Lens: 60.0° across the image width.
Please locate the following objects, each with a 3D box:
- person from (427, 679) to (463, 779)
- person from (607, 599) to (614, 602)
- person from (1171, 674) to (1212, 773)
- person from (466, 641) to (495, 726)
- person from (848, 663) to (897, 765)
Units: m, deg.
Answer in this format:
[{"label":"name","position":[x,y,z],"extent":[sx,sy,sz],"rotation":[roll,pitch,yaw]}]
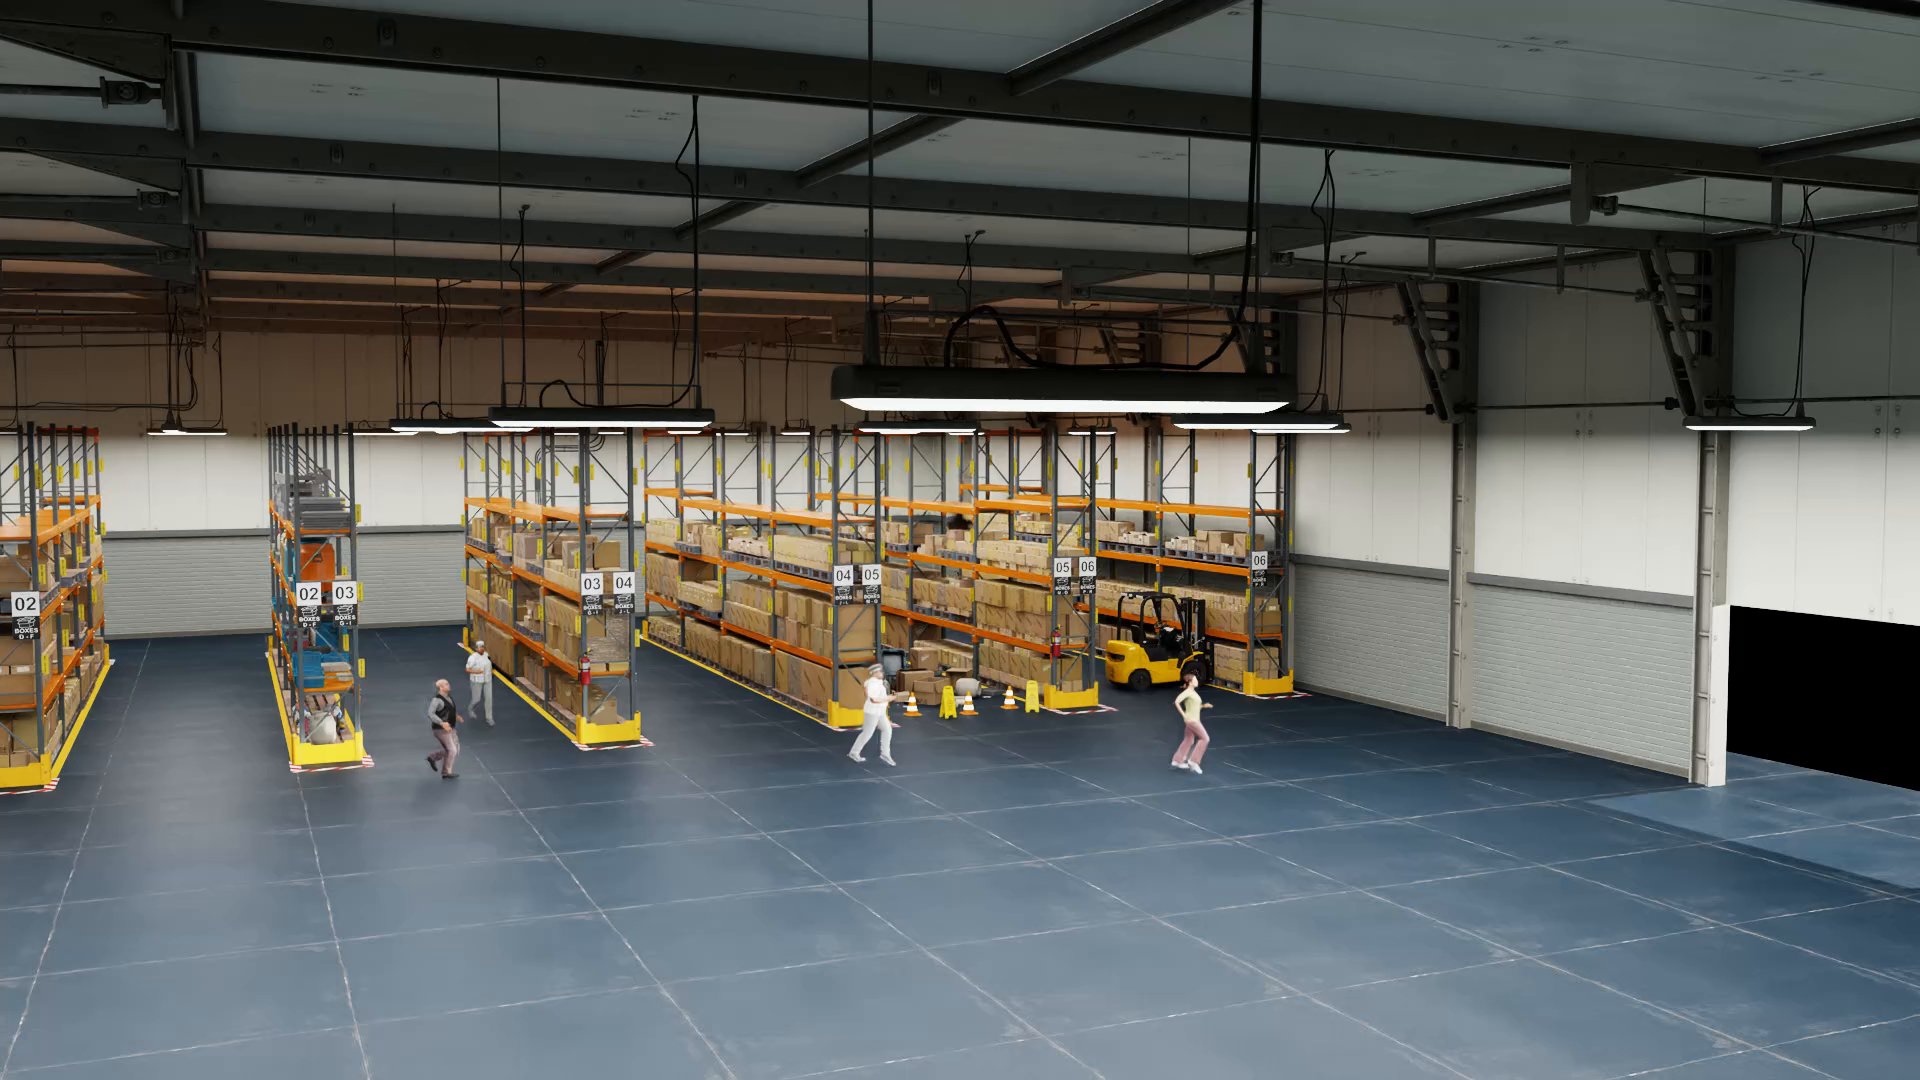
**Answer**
[{"label":"person","position":[-8.704,3.175,27.938],"extent":[0.640,1.678,0.652],"rotation":[0,4,7]},{"label":"person","position":[-9.668,2.118,46.075],"extent":[0.533,1.632,0.719],"rotation":[-1,4,-16]},{"label":"person","position":[3.983,3.143,28.550],"extent":[0.682,1.696,0.548],"rotation":[1,4,13]},{"label":"person","position":[-9.592,2.847,33.257],"extent":[0.586,1.666,0.924],"rotation":[-3,5,-39]},{"label":"person","position":[-1.526,3.061,29.132],"extent":[0.864,1.825,0.592],"rotation":[1,4,15]}]
